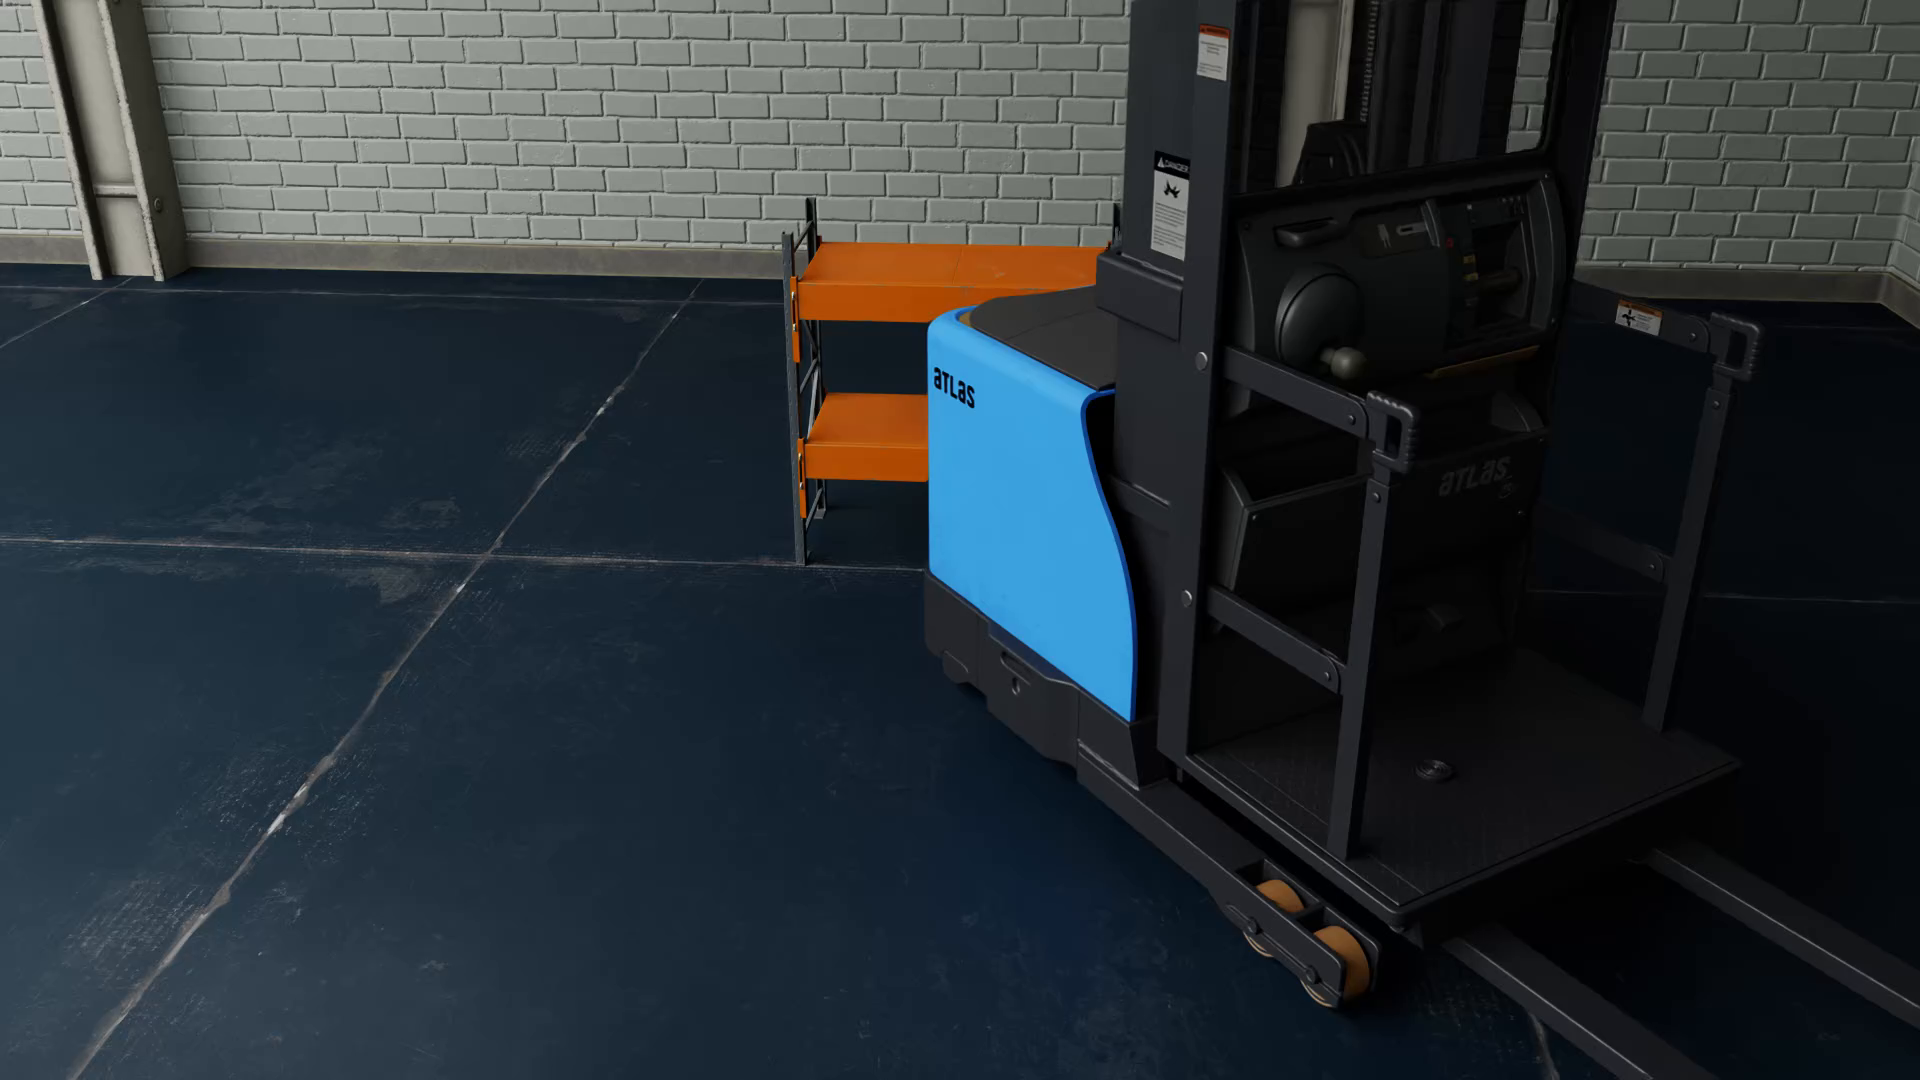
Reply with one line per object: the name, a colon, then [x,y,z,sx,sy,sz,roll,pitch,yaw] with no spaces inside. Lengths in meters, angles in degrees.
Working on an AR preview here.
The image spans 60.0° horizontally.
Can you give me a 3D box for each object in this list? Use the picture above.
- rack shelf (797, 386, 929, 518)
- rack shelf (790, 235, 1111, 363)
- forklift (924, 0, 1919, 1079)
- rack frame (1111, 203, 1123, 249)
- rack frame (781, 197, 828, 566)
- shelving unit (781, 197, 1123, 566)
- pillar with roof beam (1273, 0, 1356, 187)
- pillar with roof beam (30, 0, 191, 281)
rack shelf: [-0.007,-0.289,5.618,1.000,0.278,0.538,2,25,4]
rack shelf: [-0.007,-0.777,5.393,1.000,0.278,0.538,2,25,4]
forklift: [1.084,-0.553,3.445,1.130,2.935,3.031,-14,28,-28]
rack frame: [0.500,-0.495,5.480,0.032,1.125,0.500,2,25,4]
rack frame: [-0.514,-0.527,5.551,0.032,1.125,0.500,2,25,4]
shelving unit: [-0.007,-0.511,5.515,1.048,1.125,0.538,2,25,4]
pillar with roof beam: [1.309,-3.527,2.649,0.400,9.000,9.100,2,25,4]
pillar with roof beam: [-4.674,-3.719,3.067,0.400,9.000,9.100,2,25,4]
